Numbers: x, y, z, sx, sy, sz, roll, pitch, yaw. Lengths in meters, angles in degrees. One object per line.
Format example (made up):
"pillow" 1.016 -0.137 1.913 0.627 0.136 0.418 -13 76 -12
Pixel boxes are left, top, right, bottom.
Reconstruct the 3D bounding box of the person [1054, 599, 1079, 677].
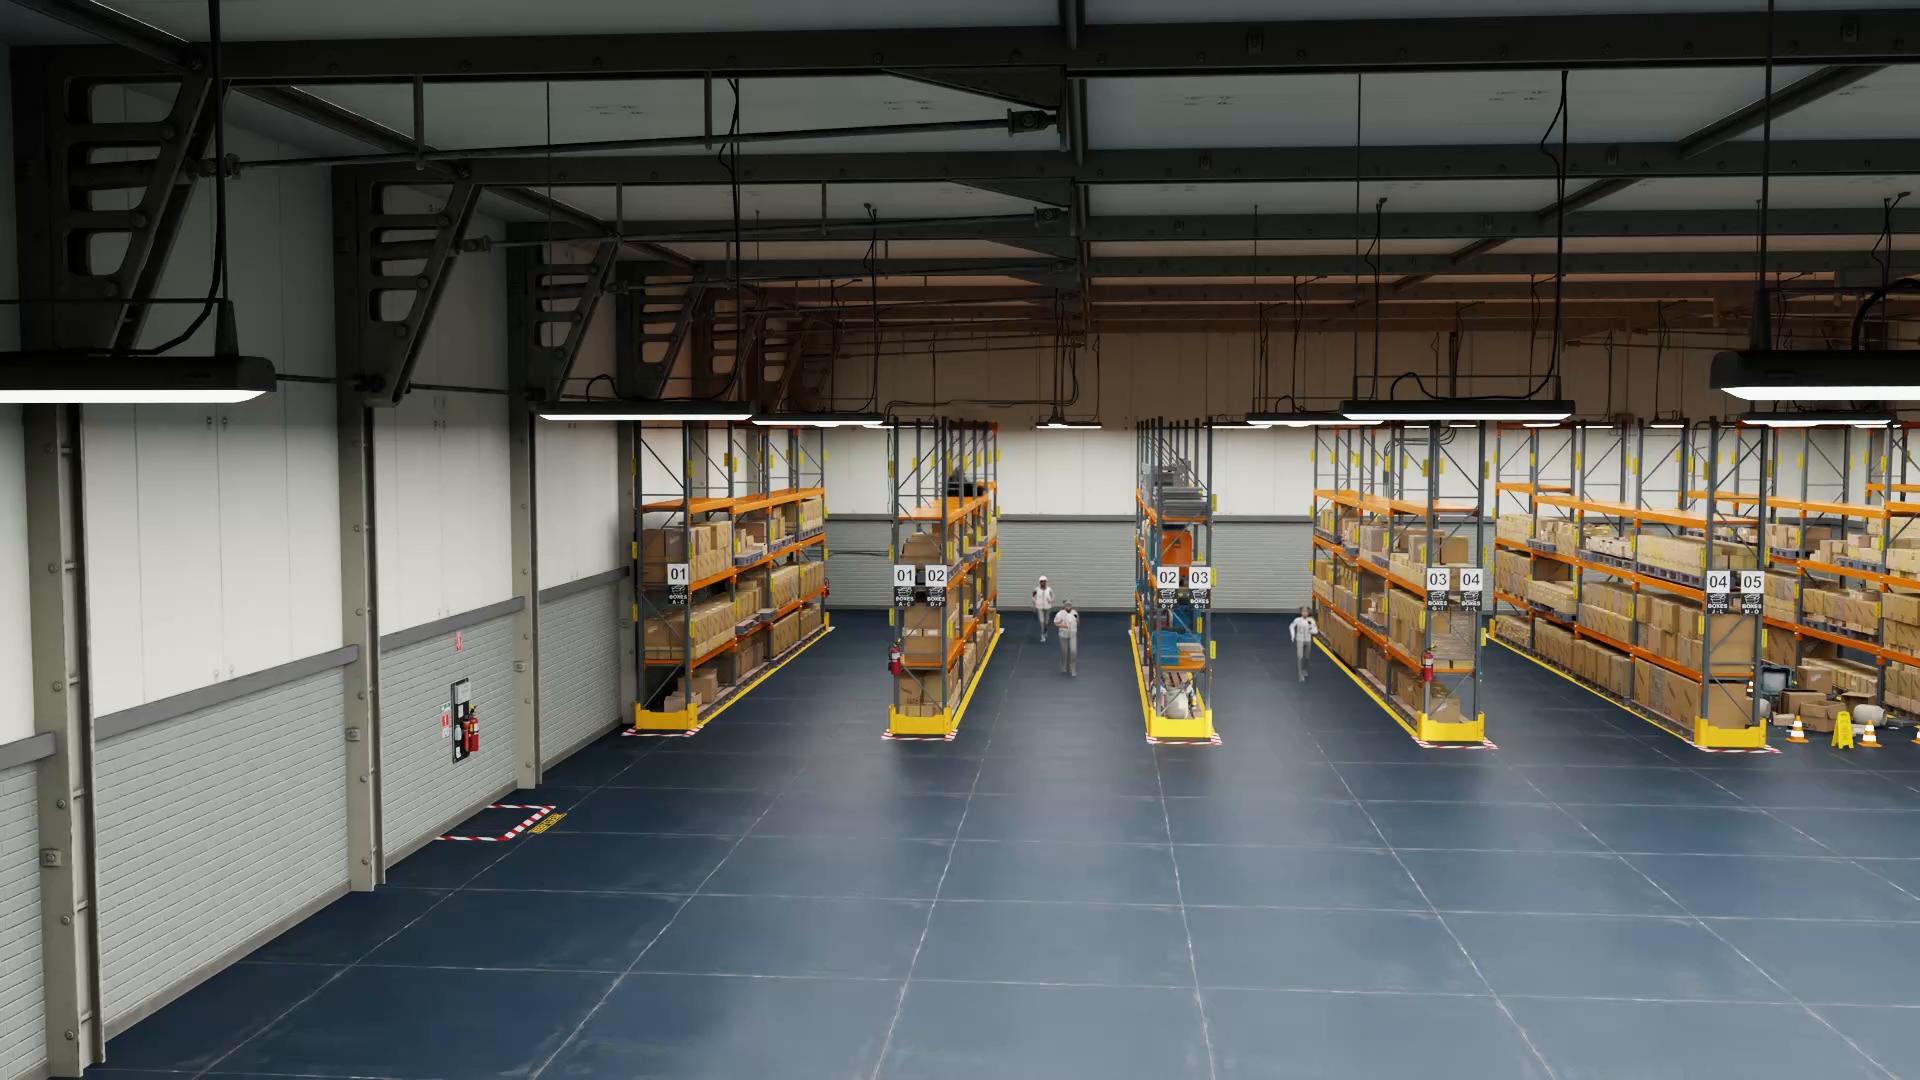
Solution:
"person" 2.520 2.287 39.166 0.642 1.837 0.812 0 4 -6

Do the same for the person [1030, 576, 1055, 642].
"person" 2.281 1.873 45.501 0.634 1.775 0.803 0 4 -5

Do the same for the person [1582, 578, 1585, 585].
"person" 16.888 1.891 45.431 0.721 1.738 0.579 0 4 -7

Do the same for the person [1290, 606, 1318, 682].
"person" 7.916 2.357 38.230 0.600 1.699 0.879 0 4 5
